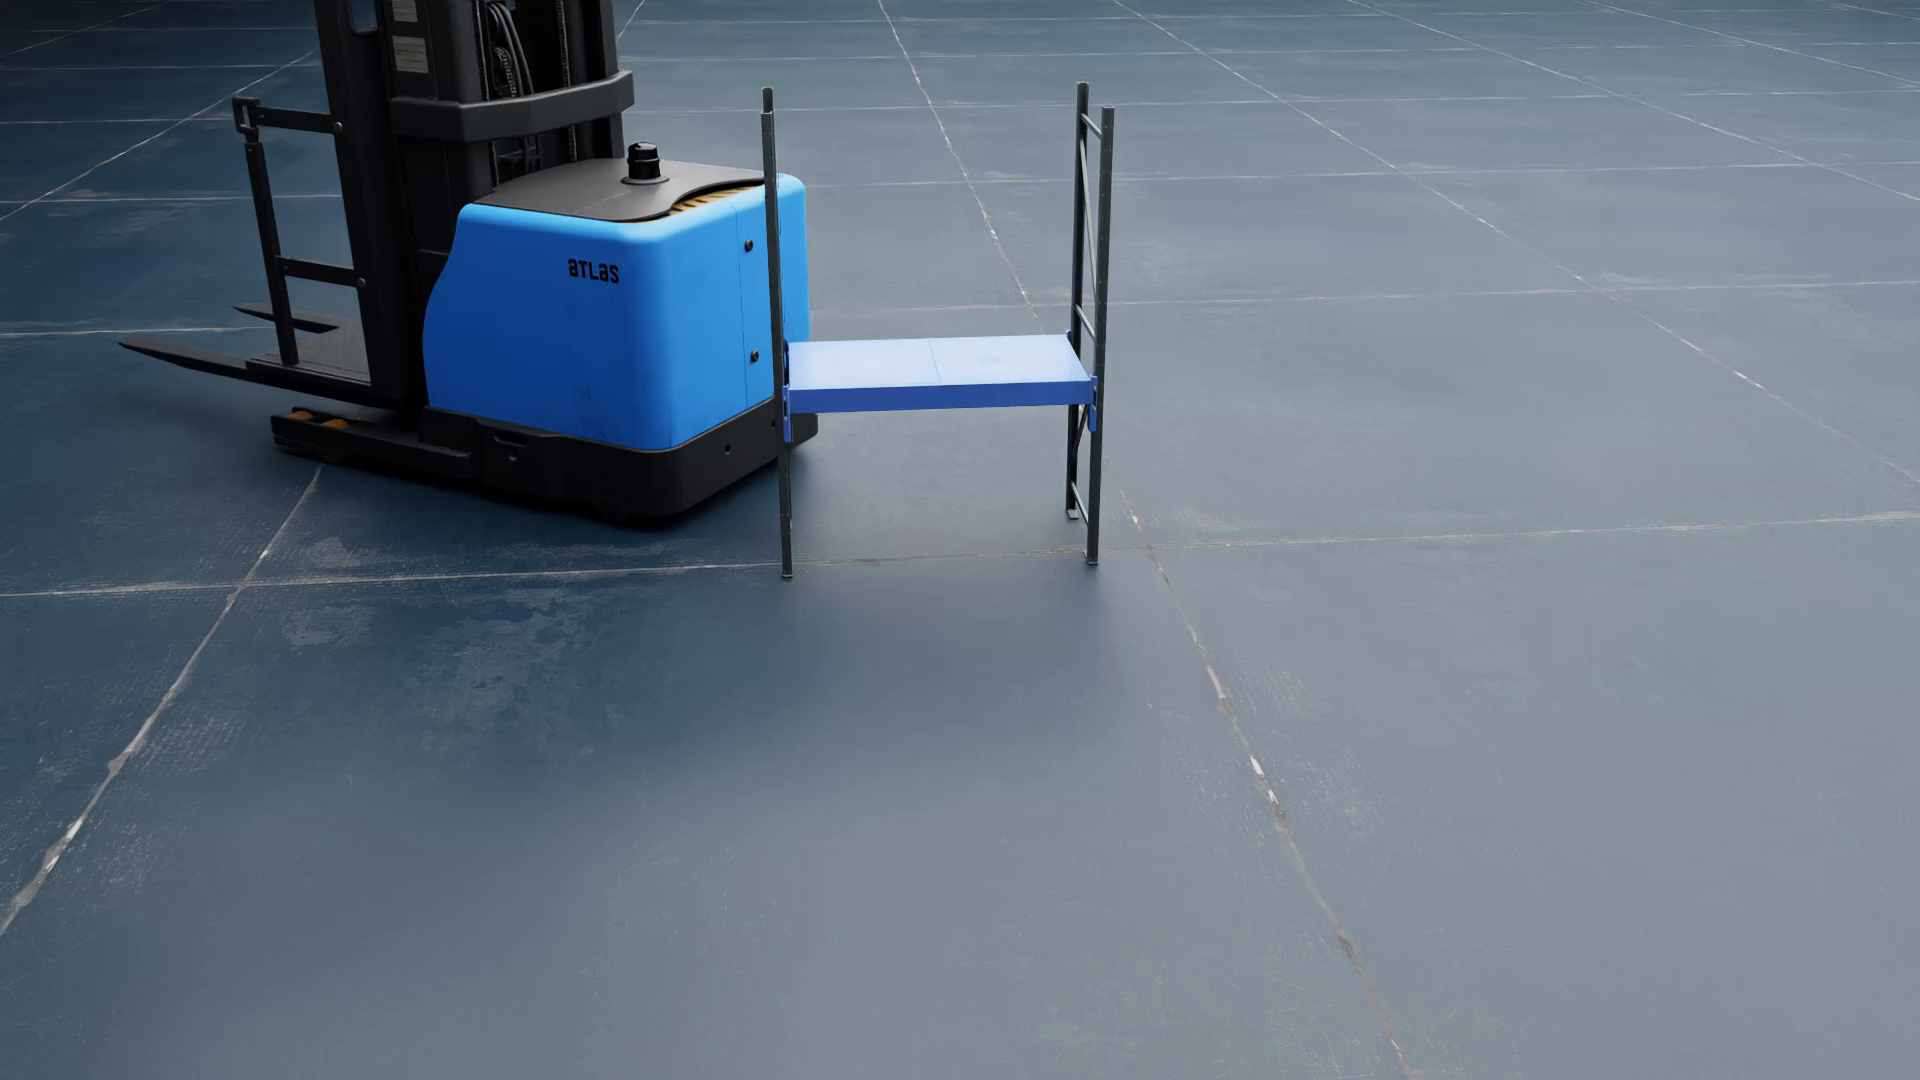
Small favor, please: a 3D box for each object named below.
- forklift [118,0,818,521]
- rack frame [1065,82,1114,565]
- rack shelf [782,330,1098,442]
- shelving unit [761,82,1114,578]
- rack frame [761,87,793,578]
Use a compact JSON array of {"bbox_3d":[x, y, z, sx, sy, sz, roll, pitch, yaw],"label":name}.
[{"bbox_3d":[-2.104,-1.813,6.221,3.031,2.935,1.130,12,27,25],"label":"forklift"},{"bbox_3d":[0.421,-0.702,5.483,0.032,1.500,0.500,-2,24,-5],"label":"rack frame"},{"bbox_3d":[-0.085,-0.518,5.511,1.000,0.185,0.538,-2,24,-5],"label":"rack shelf"},{"bbox_3d":[-0.085,-0.682,5.438,1.048,1.500,0.538,-2,24,-5],"label":"shelving unit"},{"bbox_3d":[-0.591,-0.662,5.392,0.032,1.500,0.500,-2,24,-5],"label":"rack frame"}]
